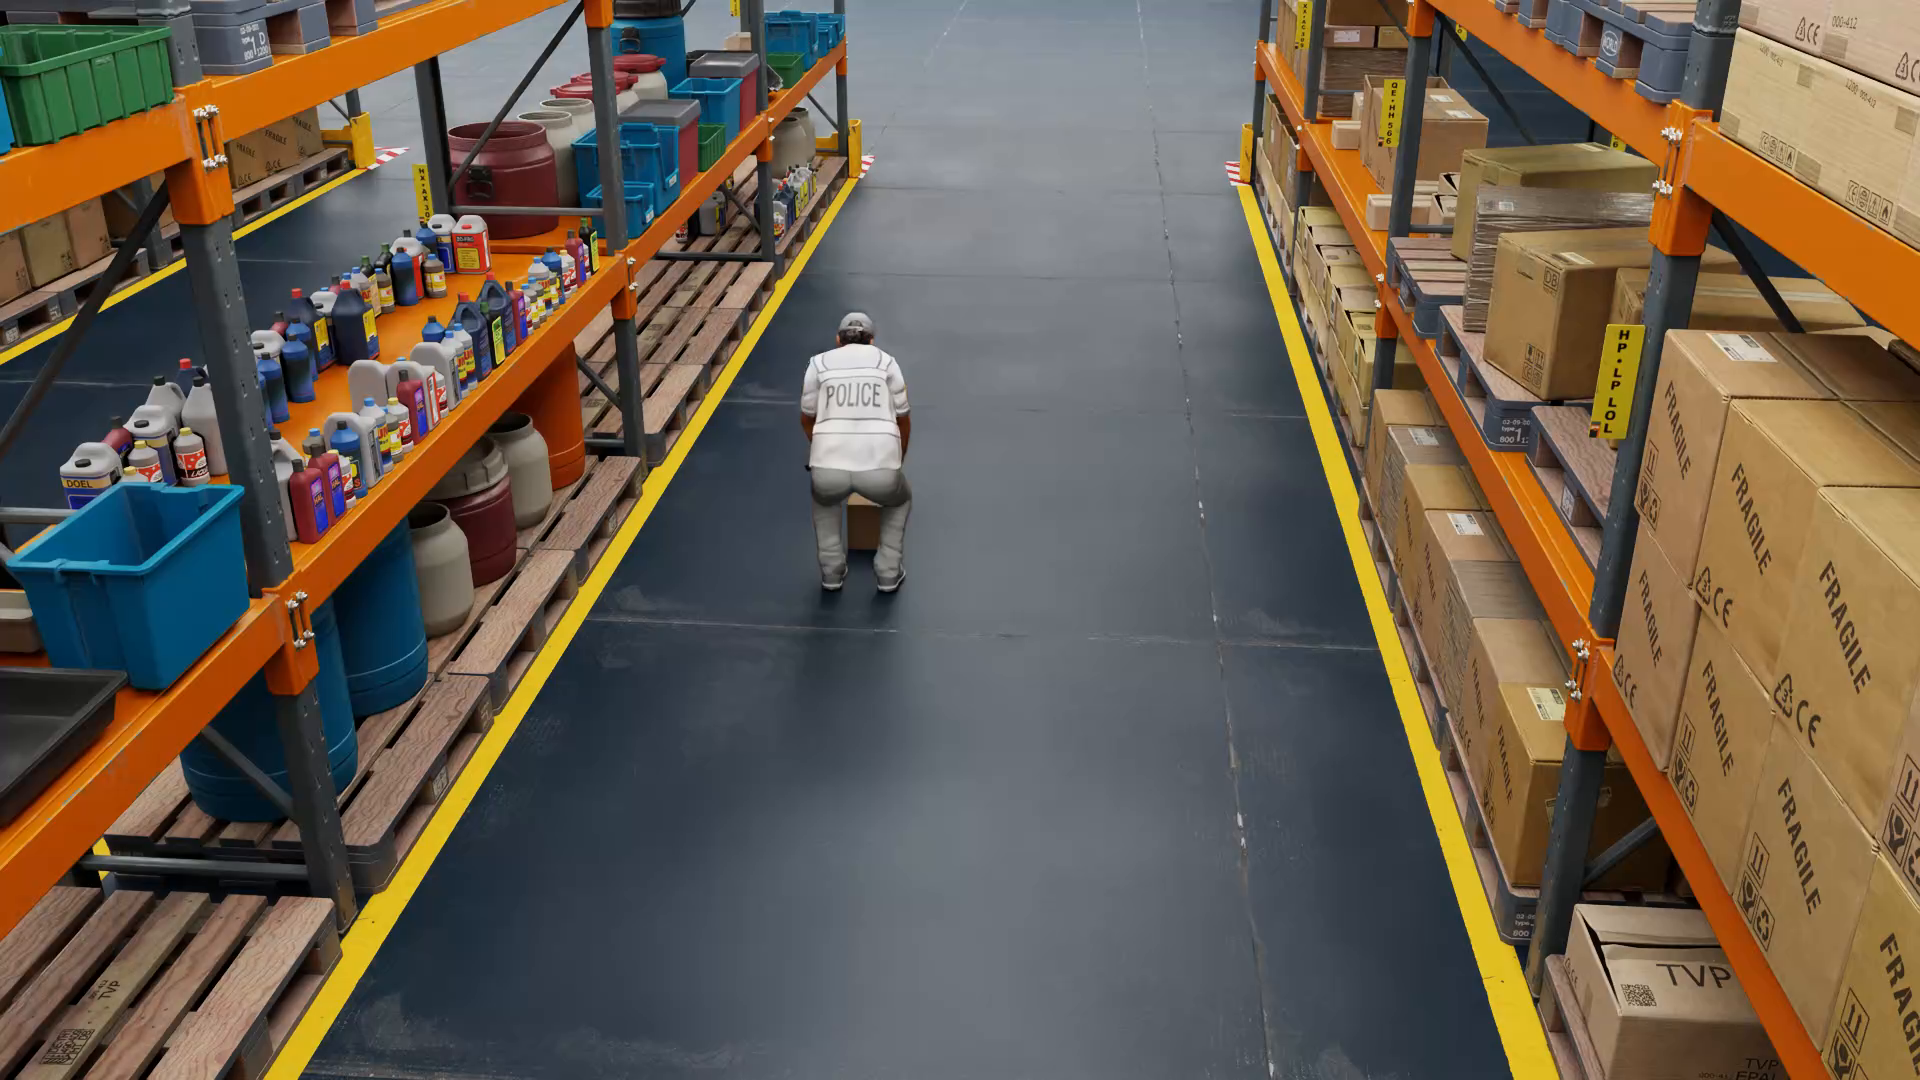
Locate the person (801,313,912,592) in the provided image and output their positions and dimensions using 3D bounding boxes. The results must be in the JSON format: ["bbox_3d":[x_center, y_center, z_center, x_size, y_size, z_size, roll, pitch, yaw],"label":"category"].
[{"bbox_3d":[-0.512,-0.399,7.959,0.532,1.265,0.786,2,25,4],"label":"person"}]
